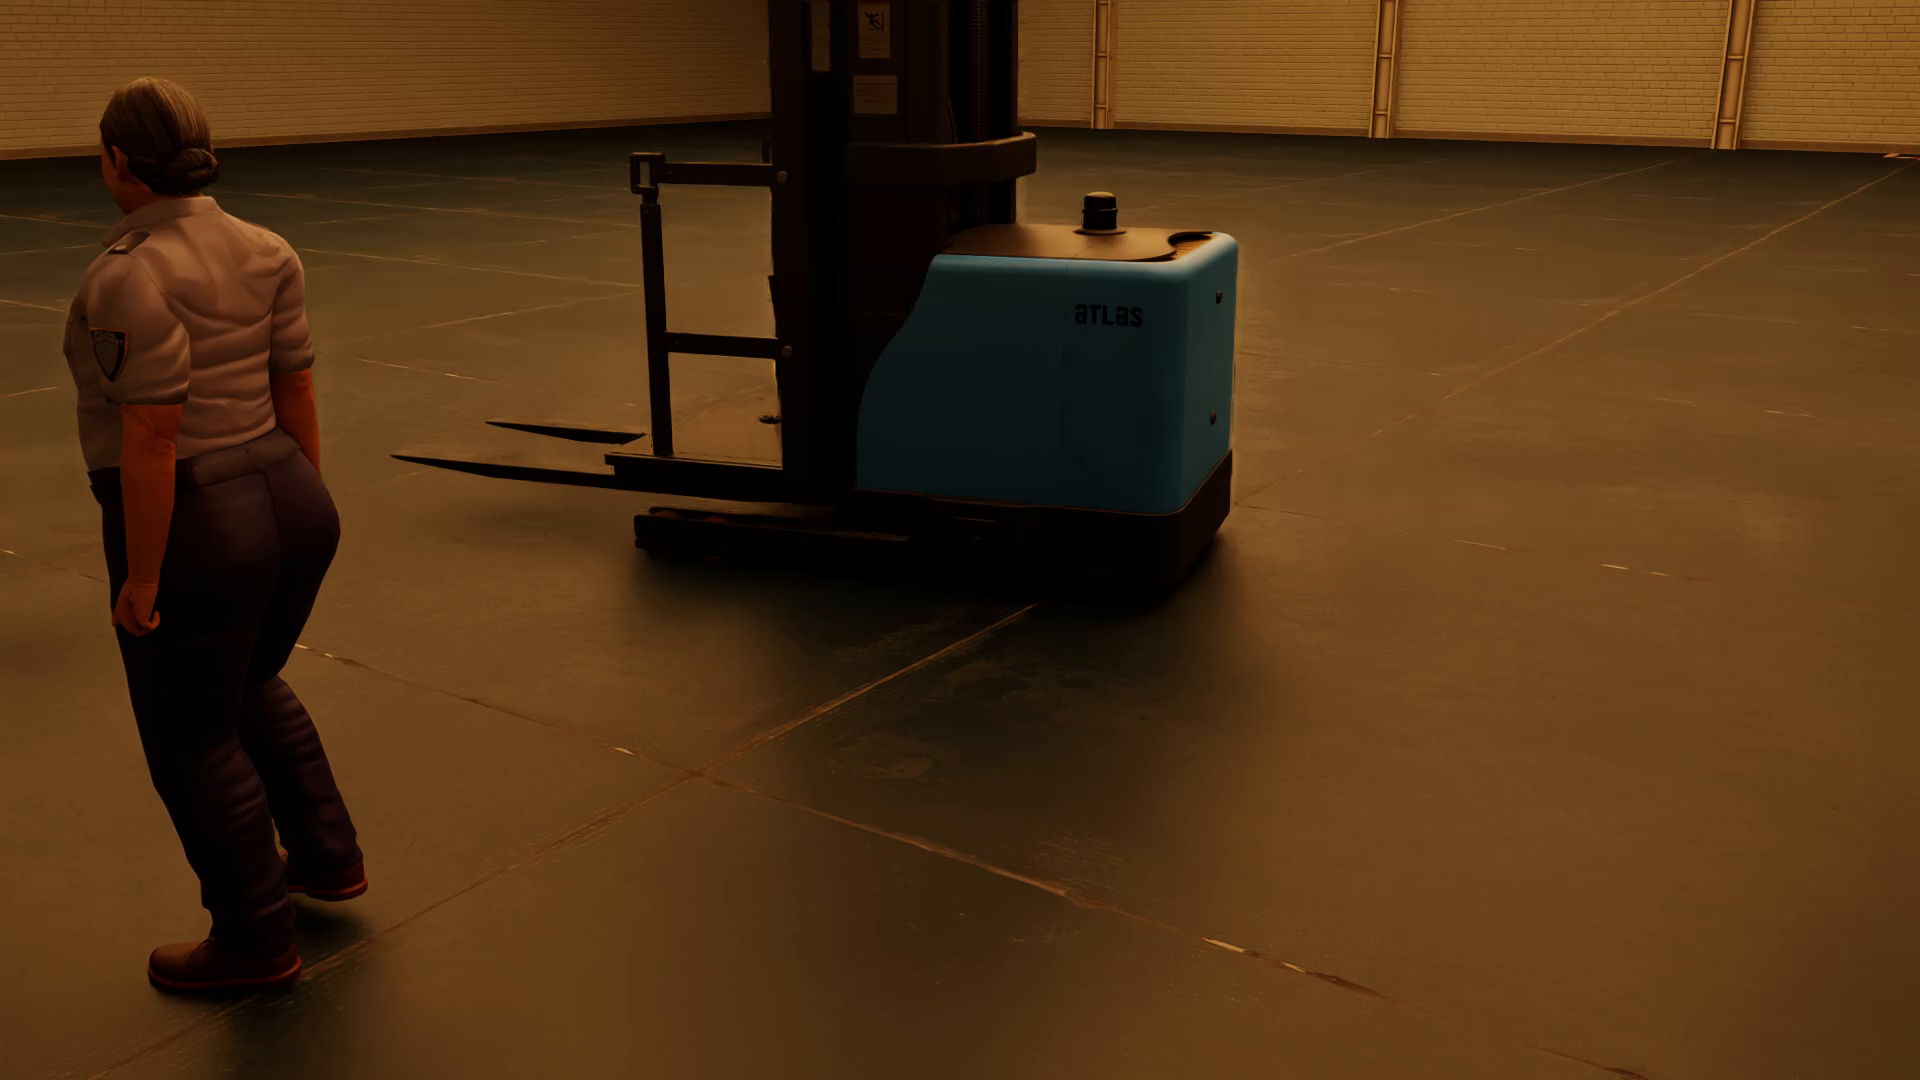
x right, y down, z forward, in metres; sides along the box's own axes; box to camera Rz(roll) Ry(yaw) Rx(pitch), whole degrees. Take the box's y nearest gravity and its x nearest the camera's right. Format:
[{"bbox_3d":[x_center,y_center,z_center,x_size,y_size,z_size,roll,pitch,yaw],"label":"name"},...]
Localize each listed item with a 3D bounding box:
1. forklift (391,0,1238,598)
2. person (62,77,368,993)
[{"bbox_3d":[-0.598,-1.458,5.707,3.031,2.935,1.130,6,18,18],"label":"forklift"},{"bbox_3d":[-1.372,0.008,3.046,0.373,1.651,0.499,5,17,16],"label":"person"}]
